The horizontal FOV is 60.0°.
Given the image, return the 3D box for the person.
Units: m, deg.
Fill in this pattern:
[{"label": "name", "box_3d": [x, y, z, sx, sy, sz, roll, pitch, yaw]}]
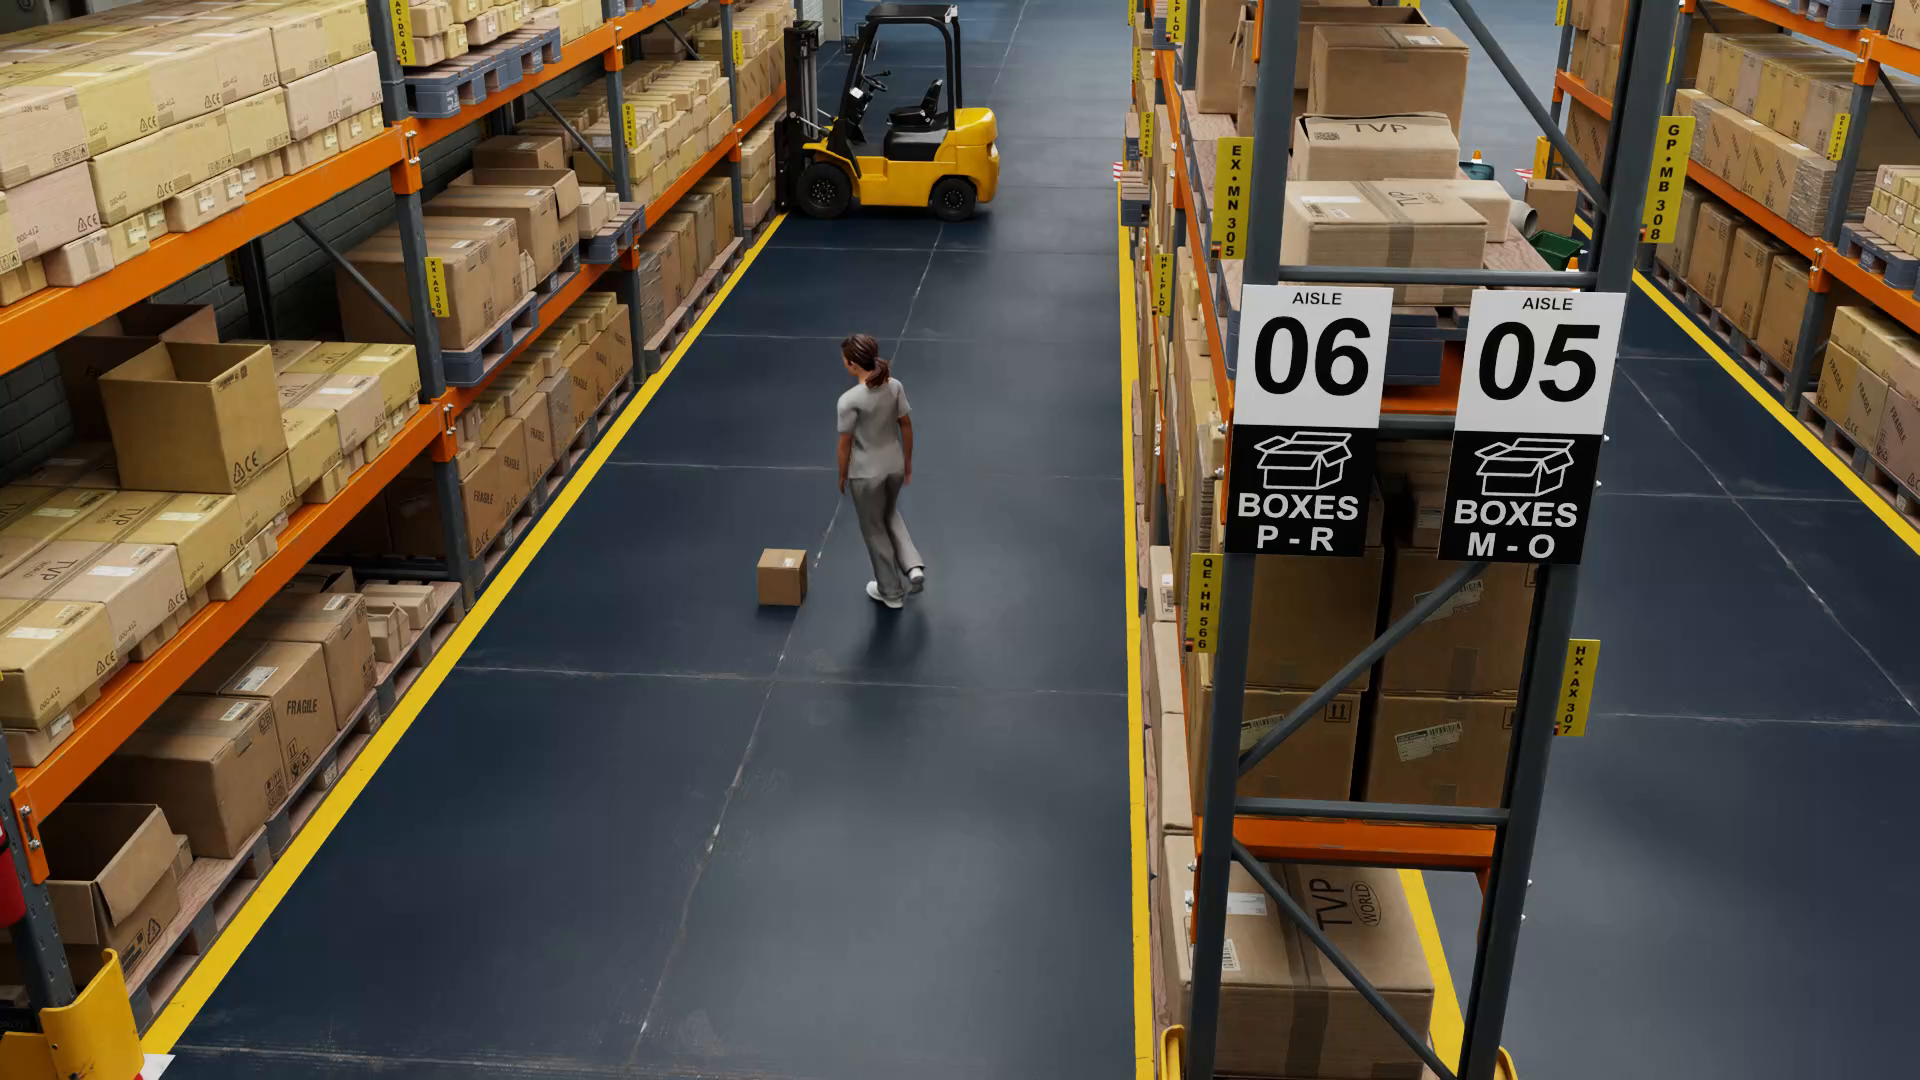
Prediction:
[{"label": "person", "box_3d": [-0.476, -0.369, 9.414, 0.496, 1.637, 0.457, -19, 31, -35]}]
